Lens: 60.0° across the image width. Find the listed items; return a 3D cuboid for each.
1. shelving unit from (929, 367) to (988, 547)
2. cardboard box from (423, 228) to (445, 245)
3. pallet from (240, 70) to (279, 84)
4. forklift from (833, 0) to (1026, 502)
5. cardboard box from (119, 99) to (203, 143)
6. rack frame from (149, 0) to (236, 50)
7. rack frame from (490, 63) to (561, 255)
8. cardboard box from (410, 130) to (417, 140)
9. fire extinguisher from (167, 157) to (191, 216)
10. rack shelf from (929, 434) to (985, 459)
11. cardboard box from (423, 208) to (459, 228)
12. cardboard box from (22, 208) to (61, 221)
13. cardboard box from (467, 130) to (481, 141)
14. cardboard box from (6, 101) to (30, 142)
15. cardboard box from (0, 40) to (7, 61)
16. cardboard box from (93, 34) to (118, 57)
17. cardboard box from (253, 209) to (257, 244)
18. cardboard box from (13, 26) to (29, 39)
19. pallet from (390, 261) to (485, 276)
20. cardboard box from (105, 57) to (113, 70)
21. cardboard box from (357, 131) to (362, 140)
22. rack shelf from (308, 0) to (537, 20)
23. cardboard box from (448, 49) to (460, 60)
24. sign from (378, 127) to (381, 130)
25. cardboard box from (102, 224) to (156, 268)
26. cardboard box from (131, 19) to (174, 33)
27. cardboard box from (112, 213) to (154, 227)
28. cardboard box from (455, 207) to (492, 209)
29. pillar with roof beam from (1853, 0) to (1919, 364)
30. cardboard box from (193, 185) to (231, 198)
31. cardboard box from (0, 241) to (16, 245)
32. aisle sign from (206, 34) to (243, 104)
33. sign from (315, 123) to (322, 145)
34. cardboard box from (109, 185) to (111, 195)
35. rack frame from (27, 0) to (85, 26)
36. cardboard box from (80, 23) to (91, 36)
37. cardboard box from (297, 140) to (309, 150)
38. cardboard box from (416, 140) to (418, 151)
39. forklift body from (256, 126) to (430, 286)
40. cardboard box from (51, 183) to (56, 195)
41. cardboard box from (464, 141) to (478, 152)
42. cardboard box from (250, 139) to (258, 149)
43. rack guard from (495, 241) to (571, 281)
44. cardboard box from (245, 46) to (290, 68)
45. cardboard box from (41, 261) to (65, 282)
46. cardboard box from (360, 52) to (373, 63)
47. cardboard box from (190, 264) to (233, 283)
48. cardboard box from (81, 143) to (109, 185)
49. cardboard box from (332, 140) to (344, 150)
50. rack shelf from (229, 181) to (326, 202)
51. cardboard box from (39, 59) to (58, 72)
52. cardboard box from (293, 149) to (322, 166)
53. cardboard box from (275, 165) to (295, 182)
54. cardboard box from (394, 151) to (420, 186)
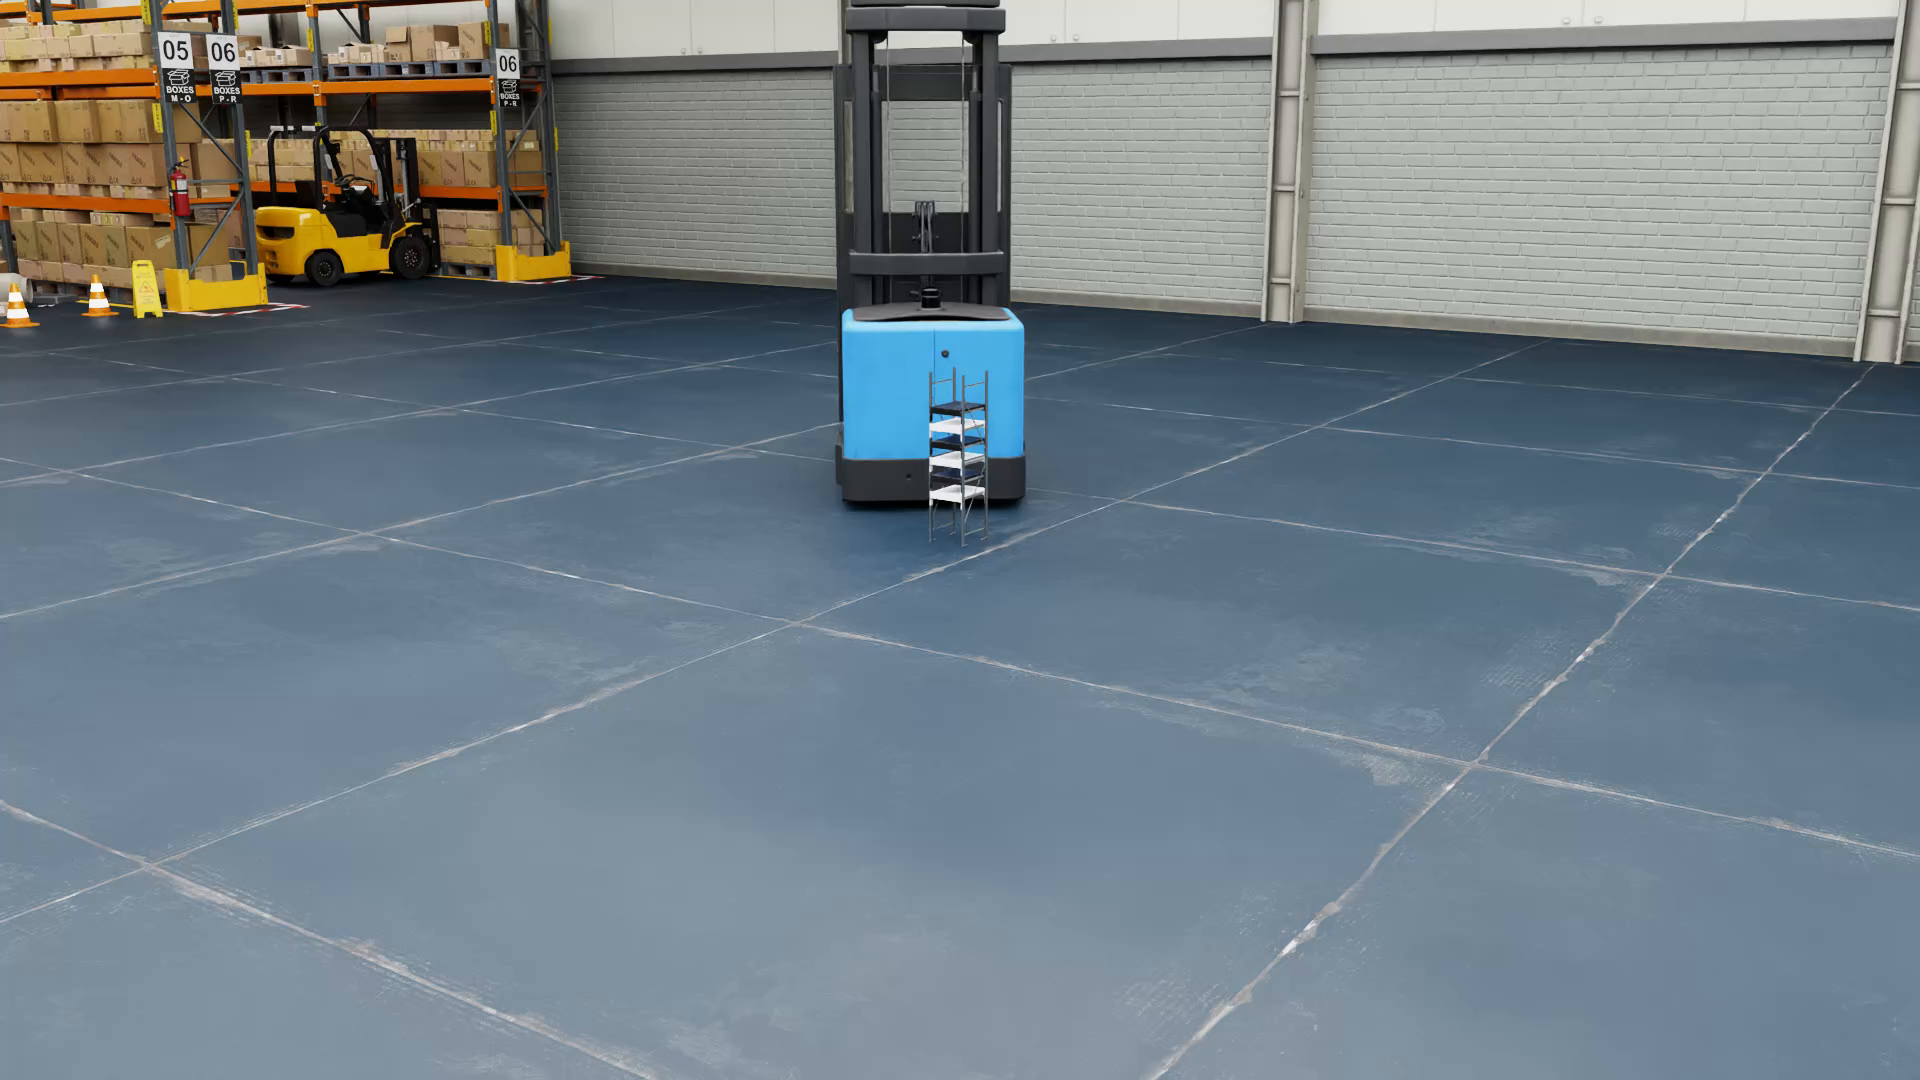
[{"bbox_3d":[-0.007,-0.438,8.719,0.210,0.900,0.258,9,17,33],"label":"shelving unit"},{"bbox_3d":[-7.652,-4.532,24.698,0.500,0.250,0.500,9,16,32],"label":"cardboard box"},{"bbox_3d":[-11.319,-7.498,27.021,1.213,0.211,1.003,10,17,35],"label":"pallet"},{"bbox_3d":[-0.246,-1.941,10.567,1.130,2.935,3.031,-1,14,-4],"label":"forklift"},{"bbox_3d":[-9.537,-4.996,19.856,0.500,0.500,0.700,9,16,31],"label":"cardboard box"},{"bbox_3d":[-8.991,-7.205,19.202,0.127,3.000,1.000,9,17,33],"label":"rack frame"},{"bbox_3d":[-6.224,-5.283,23.923,0.127,3.000,1.000,9,17,33],"label":"rack frame"},{"bbox_3d":[-7.915,-6.002,24.648,0.250,0.149,0.380,9,17,34],"label":"cardboard box"},{"bbox_3d":[-9.153,-4.148,19.499,0.183,0.674,0.296,9,17,33],"label":"fire extinguisher"},{"bbox_3d":[-0.007,-0.493,8.706,0.200,0.077,0.258,9,17,33],"label":"rack shelf"},{"bbox_3d":[-7.631,-4.770,24.619,0.500,0.250,0.500,9,17,34],"label":"cardboard box"},{"bbox_3d":[-11.901,-4.216,21.549,0.250,0.149,0.380,9,17,34],"label":"cardboard box"},{"bbox_3d":[-6.860,-5.824,23.931,0.250,0.149,0.380,9,17,33],"label":"cardboard box"},{"bbox_3d":[-11.654,-5.333,21.215,0.500,0.500,0.700,9,17,33],"label":"cardboard box"},{"bbox_3d":[-12.098,-6.244,21.253,0.500,0.250,0.500,9,16,32],"label":"cardboard box"},{"bbox_3d":[-9.975,-5.906,19.890,0.500,0.250,0.500,9,16,32],"label":"cardboard box"},{"bbox_3d":[-11.247,-5.145,27.431,0.625,0.625,0.875,8,16,31],"label":"cardboard box"},{"bbox_3d":[-11.581,-6.337,20.799,0.250,0.149,0.380,9,17,32],"label":"cardboard box"},{"bbox_3d":[-7.890,-4.188,25.301,1.213,0.211,1.003,9,17,33],"label":"pallet"},{"bbox_3d":[-10.042,-5.736,20.032,0.250,0.149,0.380,9,17,33],"label":"cardboard box"},{"bbox_3d":[-8.960,-6.176,25.353,0.250,0.149,0.380,9,16,32],"label":"cardboard box"},{"bbox_3d":[-7.883,-7.920,24.421,4.000,0.370,1.077,9,17,33],"label":"rack shelf"},{"bbox_3d":[-7.081,-6.920,23.735,0.250,0.149,0.380,9,16,31],"label":"cardboard box"},{"bbox_3d":[-9.234,-6.389,26.425,0.005,0.325,0.100,9,17,33],"label":"sign"},{"bbox_3d":[-10.236,-3.651,20.617,0.500,0.500,0.500,10,17,35],"label":"cardboard box"},{"bbox_3d":[-9.436,-6.001,19.443,0.250,0.149,0.380,9,17,33],"label":"cardboard box"},{"bbox_3d":[-10.143,-3.932,20.404,0.250,0.149,0.380,10,17,34],"label":"cardboard box"},{"bbox_3d":[-7.342,-4.875,25.043,0.500,0.250,0.500,9,17,32],"label":"cardboard box"},{"bbox_3d":[6.235,-5.196,11.087,0.400,9.000,9.100,9,17,33],"label":"pillar with roof beam"},{"bbox_3d":[-9.157,-4.258,20.304,0.250,0.149,0.380,9,17,33],"label":"cardboard box"},{"bbox_3d":[-13.345,-3.923,23.024,0.625,0.372,0.950,10,17,36],"label":"cardboard box"},{"bbox_3d":[-8.766,-5.608,19.827,0.004,0.787,0.394,9,17,33],"label":"aisle sign"},{"bbox_3d":[-9.837,-6.234,25.518,0.005,0.325,0.100,9,17,33],"label":"sign"},{"bbox_3d":[-10.258,-4.320,20.555,0.250,0.149,0.380,9,17,34],"label":"cardboard box"},{"bbox_3d":[-16.181,-9.805,29.703,0.127,3.000,1.000,9,17,33],"label":"rack frame"},{"bbox_3d":[-10.434,-6.192,20.217,0.250,0.149,0.380,9,16,31],"label":"cardboard box"},{"bbox_3d":[-10.174,-6.216,26.132,0.250,0.149,0.380,9,16,32],"label":"cardboard box"},{"bbox_3d":[-7.903,-5.856,24.679,0.250,0.149,0.380,9,17,32],"label":"cardboard box"},{"bbox_3d":[-8.815,-4.762,23.583,1.214,2.155,2.313,9,17,33],"label":"forklift body"},{"bbox_3d":[-11.327,-4.479,21.196,0.250,0.149,0.380,9,17,33],"label":"cardboard box"},{"bbox_3d":[-6.896,-5.666,23.910,0.250,0.149,0.380,9,17,34],"label":"cardboard box"},{"bbox_3d":[-11.290,-6.370,26.756,0.250,0.149,0.380,9,16,31],"label":"cardboard box"},{"bbox_3d":[-6.204,-4.067,24.211,0.348,0.500,1.175,9,17,33],"label":"rack guard"},{"bbox_3d":[-10.916,-7.636,26.290,0.500,0.311,0.500,9,16,31],"label":"cardboard box"},{"bbox_3d":[-11.522,-3.496,21.553,0.500,0.250,0.500,10,17,36],"label":"cardboard box"},{"bbox_3d":[-8.702,-7.182,24.794,0.250,0.149,0.380,10,17,34],"label":"cardboard box"},{"bbox_3d":[-9.506,-3.326,20.863,0.500,0.250,0.500,9,17,32],"label":"cardboard box"},{"bbox_3d":[-10.421,-4.640,20.496,0.500,0.500,0.500,9,17,33],"label":"cardboard box"},{"bbox_3d":[-9.425,-6.088,25.616,0.250,0.149,0.380,9,16,32],"label":"cardboard box"},{"bbox_3d":[-11.202,-5.739,27.260,4.000,0.370,1.077,9,17,33],"label":"rack shelf"},{"bbox_3d":[-11.167,-5.883,20.625,0.250,0.149,0.380,9,16,32],"label":"cardboard box"},{"bbox_3d":[-10.093,-6.004,26.108,0.500,0.250,0.500,9,16,32],"label":"cardboard box"},{"bbox_3d":[-10.527,-5.829,26.439,0.500,0.250,0.500,9,17,32],"label":"cardboard box"},{"bbox_3d":[-8.053,-5.551,24.796,0.500,0.500,0.500,9,17,33],"label":"cardboard box"}]
